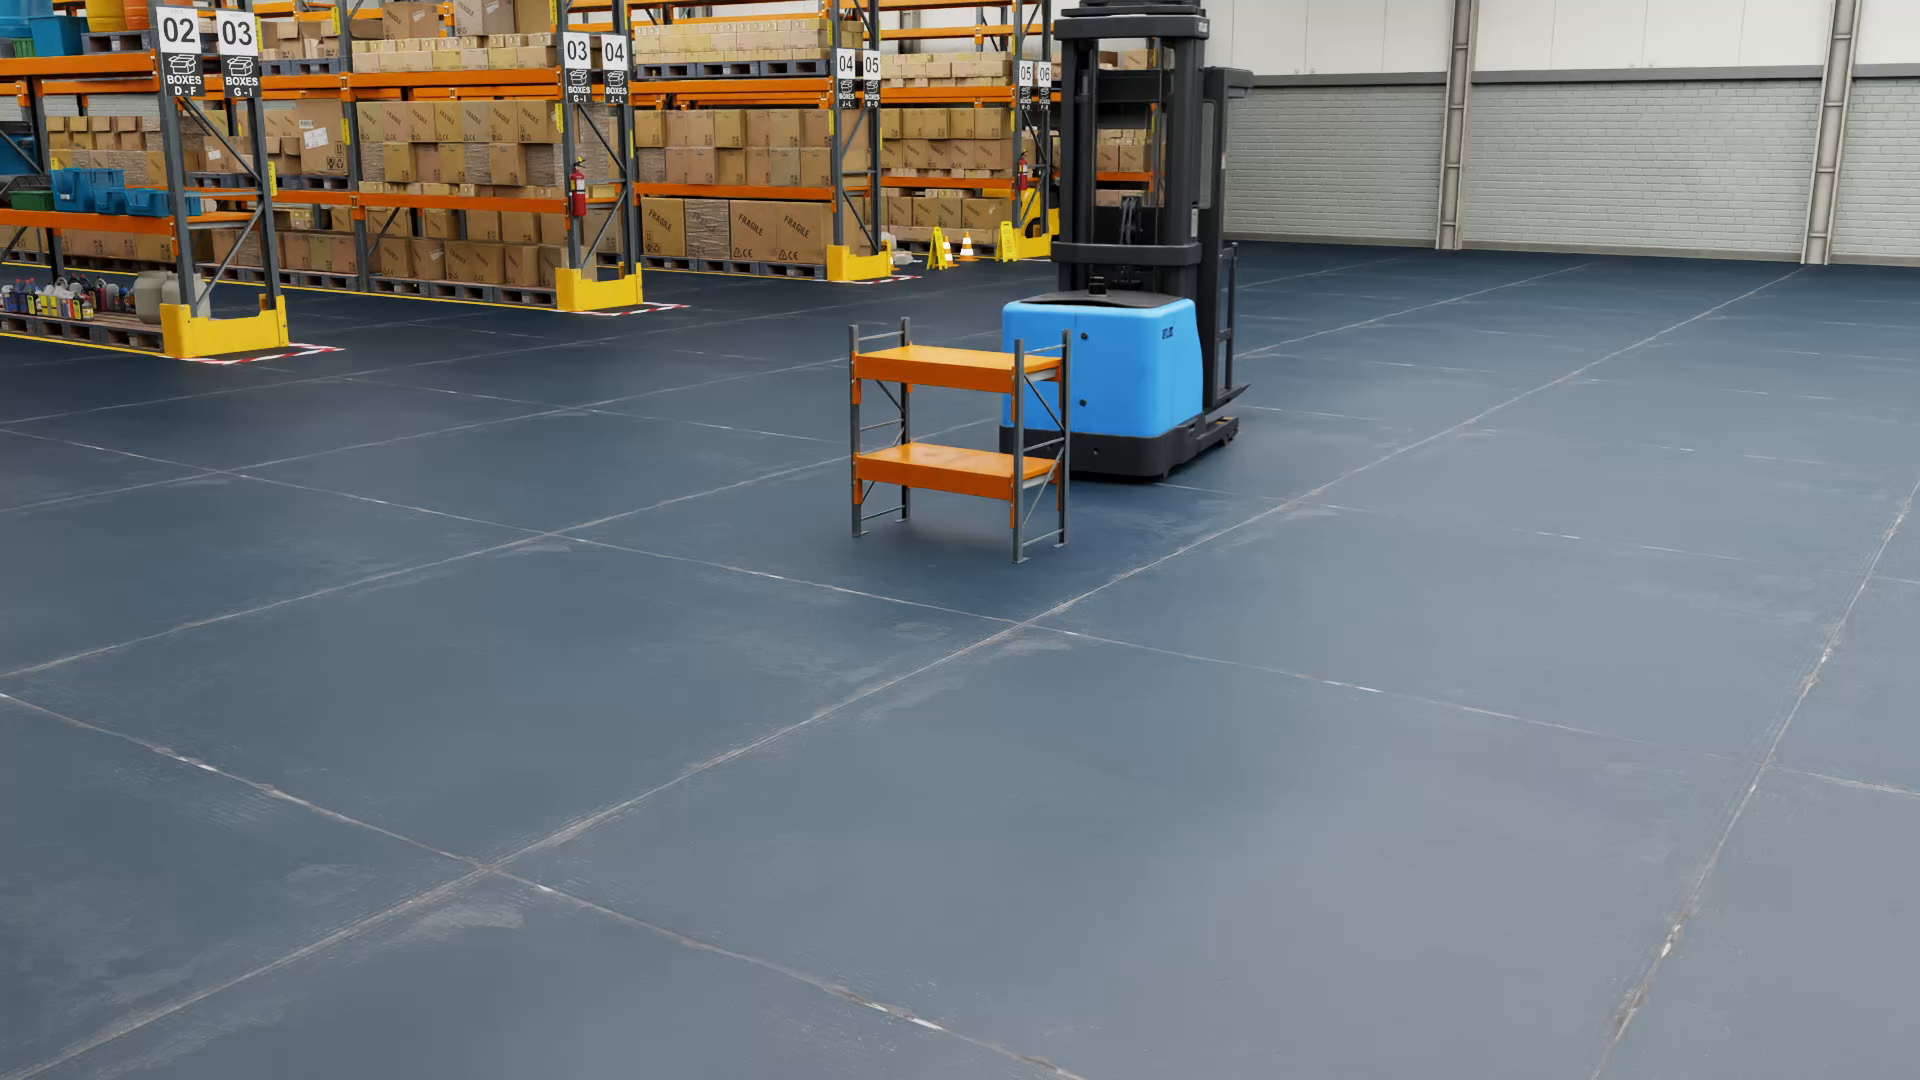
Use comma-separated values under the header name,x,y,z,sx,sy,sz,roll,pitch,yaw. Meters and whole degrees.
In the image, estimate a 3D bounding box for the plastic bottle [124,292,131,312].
name,x,y,z,sx,sy,sz,roll,pitch,yaw
plastic bottle,-8.881,-2.551,17.792,0.097,0.201,0.097,0,14,0

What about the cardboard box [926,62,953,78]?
name,x,y,z,sx,sy,sz,roll,pitch,yaw
cardboard box,-0.231,-7.960,28.186,0.500,0.250,0.500,10,17,34

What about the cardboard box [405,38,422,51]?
name,x,y,z,sx,sy,sz,roll,pitch,yaw
cardboard box,-6.686,-6.173,20.757,0.250,0.149,0.380,9,16,32

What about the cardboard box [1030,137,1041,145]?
name,x,y,z,sx,sy,sz,roll,pitch,yaw
cardboard box,1.587,-7.929,33.051,0.250,0.149,0.380,9,17,32

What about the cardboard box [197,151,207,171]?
name,x,y,z,sx,sy,sz,roll,pitch,yaw
cardboard box,-11.227,-5.546,24.776,0.500,0.500,0.500,10,17,34

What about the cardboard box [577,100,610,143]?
name,x,y,z,sx,sy,sz,roll,pitch,yaw
cardboard box,-4.641,-5.111,20.321,0.500,0.500,0.500,9,17,33

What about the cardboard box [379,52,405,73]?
name,x,y,z,sx,sy,sz,roll,pitch,yaw
cardboard box,-6.984,-6.043,21.063,0.500,0.250,0.500,9,17,32

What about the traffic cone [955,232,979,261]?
name,x,y,z,sx,sy,sz,roll,pitch,yaw
traffic cone,0.117,-4.850,27.452,0.334,0.463,0.336,9,17,33

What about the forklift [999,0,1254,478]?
name,x,y,z,sx,sy,sz,roll,pitch,yaw
forklift,1.307,-2.113,11.259,1.130,2.935,3.031,6,15,23

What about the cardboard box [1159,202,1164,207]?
name,x,y,z,sx,sy,sz,roll,pitch,yaw
cardboard box,3.687,-6.487,32.595,0.500,0.250,0.500,10,17,34

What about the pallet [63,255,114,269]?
name,x,y,z,sx,sy,sz,roll,pitch,yaw
pallet,-13.612,-4.472,26.450,1.213,0.211,1.003,9,17,33

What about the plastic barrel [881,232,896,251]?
name,x,y,z,sx,sy,sz,roll,pitch,yaw
plastic barrel,-1.365,-5.005,28.162,0.512,0.421,0.421,-4,14,-16

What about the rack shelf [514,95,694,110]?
name,x,y,z,sx,sy,sz,roll,pitch,yaw
rack shelf,-7.104,-8.729,33.097,4.000,0.370,1.077,9,17,33

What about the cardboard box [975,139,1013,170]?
name,x,y,z,sx,sy,sz,roll,pitch,yaw
cardboard box,0.590,-6.492,27.978,0.500,0.500,0.500,9,16,32

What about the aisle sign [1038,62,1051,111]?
name,x,y,z,sx,sy,sz,roll,pitch,yaw
aisle sign,1.418,-7.596,27.857,0.004,0.787,0.394,9,17,33

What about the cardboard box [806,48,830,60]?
name,x,y,z,sx,sy,sz,roll,pitch,yaw
cardboard box,-1.950,-6.844,23.426,0.250,0.149,0.380,9,17,33

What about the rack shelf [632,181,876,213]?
name,x,y,z,sx,sy,sz,roll,pitch,yaw
rack shelf,-3.145,-5.199,25.082,4.000,0.370,1.077,9,17,33

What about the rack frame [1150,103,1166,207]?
name,x,y,z,sx,sy,sz,roll,pitch,yaw
rack frame,3.961,-7.271,31.953,0.127,3.000,1.000,9,17,33

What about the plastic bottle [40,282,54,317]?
name,x,y,z,sx,sy,sz,roll,pitch,yaw
plastic bottle,-9.473,-2.508,17.310,0.185,0.351,0.144,9,17,32

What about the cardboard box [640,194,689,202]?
name,x,y,z,sx,sy,sz,roll,pitch,yaw
cardboard box,-5.971,-6.635,32.933,0.875,0.875,0.875,9,17,32

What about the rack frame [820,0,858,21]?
name,x,y,z,sx,sy,sz,roll,pitch,yaw
rack frame,-2.125,-9.729,29.399,0.127,3.000,1.000,9,17,33

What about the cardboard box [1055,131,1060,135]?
name,x,y,z,sx,sy,sz,roll,pitch,yaw
cardboard box,2.071,-8.027,32.828,0.250,0.149,0.380,9,17,33

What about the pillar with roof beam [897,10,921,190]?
name,x,y,z,sx,sy,sz,roll,pitch,yaw
pillar with roof beam,-3.495,-10.403,32.119,0.400,9.000,9.100,9,17,33

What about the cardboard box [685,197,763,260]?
name,x,y,z,sx,sy,sz,roll,pitch,yaw
cardboard box,-3.571,-4.771,25.401,0.875,0.875,0.875,9,17,33

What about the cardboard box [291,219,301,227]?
name,x,y,z,sx,sy,sz,roll,pitch,yaw
cardboard box,-12.113,-5.867,30.720,0.250,0.149,0.380,8,16,30

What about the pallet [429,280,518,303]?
name,x,y,z,sx,sy,sz,roll,pitch,yaw
pallet,-6.063,-3.241,21.478,1.213,0.211,1.003,9,17,33

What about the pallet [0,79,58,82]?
name,x,y,z,sx,sy,sz,roll,pitch,yaw
pallet,-14.967,-7.439,26.574,1.213,0.211,1.003,9,17,33

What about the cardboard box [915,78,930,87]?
name,x,y,z,sx,sy,sz,roll,pitch,yaw
cardboard box,-0.558,-7.804,28.387,0.250,0.149,0.380,9,16,32

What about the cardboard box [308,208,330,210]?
name,x,y,z,sx,sy,sz,roll,pitch,yaw
cardboard box,-12.045,-6.159,31.281,0.250,0.149,0.380,9,16,32

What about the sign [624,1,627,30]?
name,x,y,z,sx,sy,sz,roll,pitch,yaw
sign,-4.034,-6.293,19.943,0.005,0.325,0.100,9,17,33

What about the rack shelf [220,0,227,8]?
name,x,y,z,sx,sy,sz,roll,pitch,yaw
rack shelf,-9.316,-7.478,22.635,4.000,0.370,1.077,9,17,33

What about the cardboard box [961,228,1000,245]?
name,x,y,z,sx,sy,sz,roll,pitch,yaw
cardboard box,0.353,-5.208,28.468,0.500,0.250,0.500,9,17,33

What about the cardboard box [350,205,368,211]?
name,x,y,z,sx,sy,sz,roll,pitch,yaw
cardboard box,-10.533,-6.021,29.673,0.500,0.250,0.500,10,17,34

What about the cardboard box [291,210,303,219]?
name,x,y,z,sx,sy,sz,roll,pitch,yaw
cardboard box,-12.117,-6.021,30.723,0.250,0.149,0.380,9,17,33

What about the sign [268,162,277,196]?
name,x,y,z,sx,sy,sz,roll,pitch,yaw
sign,-6.791,-3.561,16.389,0.005,0.325,0.100,9,17,33

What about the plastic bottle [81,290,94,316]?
name,x,y,z,sx,sy,sz,roll,pitch,yaw
plastic bottle,-9.005,-2.432,17.142,0.133,0.283,0.061,9,17,33

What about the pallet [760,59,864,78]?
name,x,y,z,sx,sy,sz,roll,pitch,yaw
pallet,-2.106,-6.791,23.955,1.213,0.211,1.003,9,17,33

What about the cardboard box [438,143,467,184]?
name,x,y,z,sx,sy,sz,roll,pitch,yaw
cardboard box,-6.059,-4.765,21.004,0.500,0.500,0.875,9,17,33

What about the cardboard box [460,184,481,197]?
name,x,y,z,sx,sy,sz,roll,pitch,yaw
cardboard box,-5.992,-4.360,20.718,0.250,0.149,0.380,9,17,33

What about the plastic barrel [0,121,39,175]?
name,x,y,z,sx,sy,sz,roll,pitch,yaw
plastic barrel,-10.572,-4.209,18.542,0.708,0.901,0.600,9,17,33

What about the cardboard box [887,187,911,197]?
name,x,y,z,sx,sy,sz,roll,pitch,yaw
cardboard box,-1.064,-6.100,29.159,0.250,0.149,0.380,10,17,36

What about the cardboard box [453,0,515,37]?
name,x,y,z,sx,sy,sz,roll,pitch,yaw
cardboard box,-5.764,-6.354,20.139,0.500,0.500,0.500,9,17,33

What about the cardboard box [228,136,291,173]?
name,x,y,z,sx,sy,sz,roll,pitch,yaw
cardboard box,-9.986,-5.511,23.761,0.500,0.500,0.700,12,19,41

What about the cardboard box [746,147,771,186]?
name,x,y,z,sx,sy,sz,roll,pitch,yaw
cardboard box,-2.681,-5.563,24.743,0.550,0.550,0.875,9,17,33

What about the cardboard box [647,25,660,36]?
name,x,y,z,sx,sy,sz,roll,pitch,yaw
cardboard box,-4.479,-7.640,24.982,0.250,0.149,0.380,9,17,32

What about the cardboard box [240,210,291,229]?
name,x,y,z,sx,sy,sz,roll,pitch,yaw
cardboard box,-9.957,-4.589,23.845,0.500,0.250,0.500,12,18,39

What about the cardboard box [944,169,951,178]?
name,x,y,z,sx,sy,sz,roll,pitch,yaw
cardboard box,-0.073,-6.308,28.585,0.250,0.149,0.380,9,17,34

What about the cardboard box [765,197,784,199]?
name,x,y,z,sx,sy,sz,roll,pitch,yaw
cardboard box,-3.993,-7.487,37.154,0.500,0.500,0.500,10,17,35

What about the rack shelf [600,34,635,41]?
name,x,y,z,sx,sy,sz,roll,pitch,yaw
rack shelf,-7.656,-11.710,38.904,4.000,0.370,1.077,9,17,33

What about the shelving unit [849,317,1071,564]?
name,x,y,z,sx,sy,sz,roll,pitch,yaw
shelving unit,-0.006,-0.547,8.692,1.048,1.125,0.538,9,17,33

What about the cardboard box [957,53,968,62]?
name,x,y,z,sx,sy,sz,roll,pitch,yaw
cardboard box,0.152,-8.106,27.946,0.250,0.149,0.380,9,17,33

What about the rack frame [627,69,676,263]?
name,x,y,z,sx,sy,sz,roll,pitch,yaw
rack frame,-4.804,-5.817,26.079,0.127,3.000,1.000,9,17,33

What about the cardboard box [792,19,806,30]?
name,x,y,z,sx,sy,sz,roll,pitch,yaw
cardboard box,-2.160,-7.265,23.469,0.250,0.149,0.380,9,17,33

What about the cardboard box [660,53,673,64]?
name,x,y,z,sx,sy,sz,roll,pitch,yaw
cardboard box,-4.270,-7.219,24.940,0.250,0.149,0.380,9,17,33
